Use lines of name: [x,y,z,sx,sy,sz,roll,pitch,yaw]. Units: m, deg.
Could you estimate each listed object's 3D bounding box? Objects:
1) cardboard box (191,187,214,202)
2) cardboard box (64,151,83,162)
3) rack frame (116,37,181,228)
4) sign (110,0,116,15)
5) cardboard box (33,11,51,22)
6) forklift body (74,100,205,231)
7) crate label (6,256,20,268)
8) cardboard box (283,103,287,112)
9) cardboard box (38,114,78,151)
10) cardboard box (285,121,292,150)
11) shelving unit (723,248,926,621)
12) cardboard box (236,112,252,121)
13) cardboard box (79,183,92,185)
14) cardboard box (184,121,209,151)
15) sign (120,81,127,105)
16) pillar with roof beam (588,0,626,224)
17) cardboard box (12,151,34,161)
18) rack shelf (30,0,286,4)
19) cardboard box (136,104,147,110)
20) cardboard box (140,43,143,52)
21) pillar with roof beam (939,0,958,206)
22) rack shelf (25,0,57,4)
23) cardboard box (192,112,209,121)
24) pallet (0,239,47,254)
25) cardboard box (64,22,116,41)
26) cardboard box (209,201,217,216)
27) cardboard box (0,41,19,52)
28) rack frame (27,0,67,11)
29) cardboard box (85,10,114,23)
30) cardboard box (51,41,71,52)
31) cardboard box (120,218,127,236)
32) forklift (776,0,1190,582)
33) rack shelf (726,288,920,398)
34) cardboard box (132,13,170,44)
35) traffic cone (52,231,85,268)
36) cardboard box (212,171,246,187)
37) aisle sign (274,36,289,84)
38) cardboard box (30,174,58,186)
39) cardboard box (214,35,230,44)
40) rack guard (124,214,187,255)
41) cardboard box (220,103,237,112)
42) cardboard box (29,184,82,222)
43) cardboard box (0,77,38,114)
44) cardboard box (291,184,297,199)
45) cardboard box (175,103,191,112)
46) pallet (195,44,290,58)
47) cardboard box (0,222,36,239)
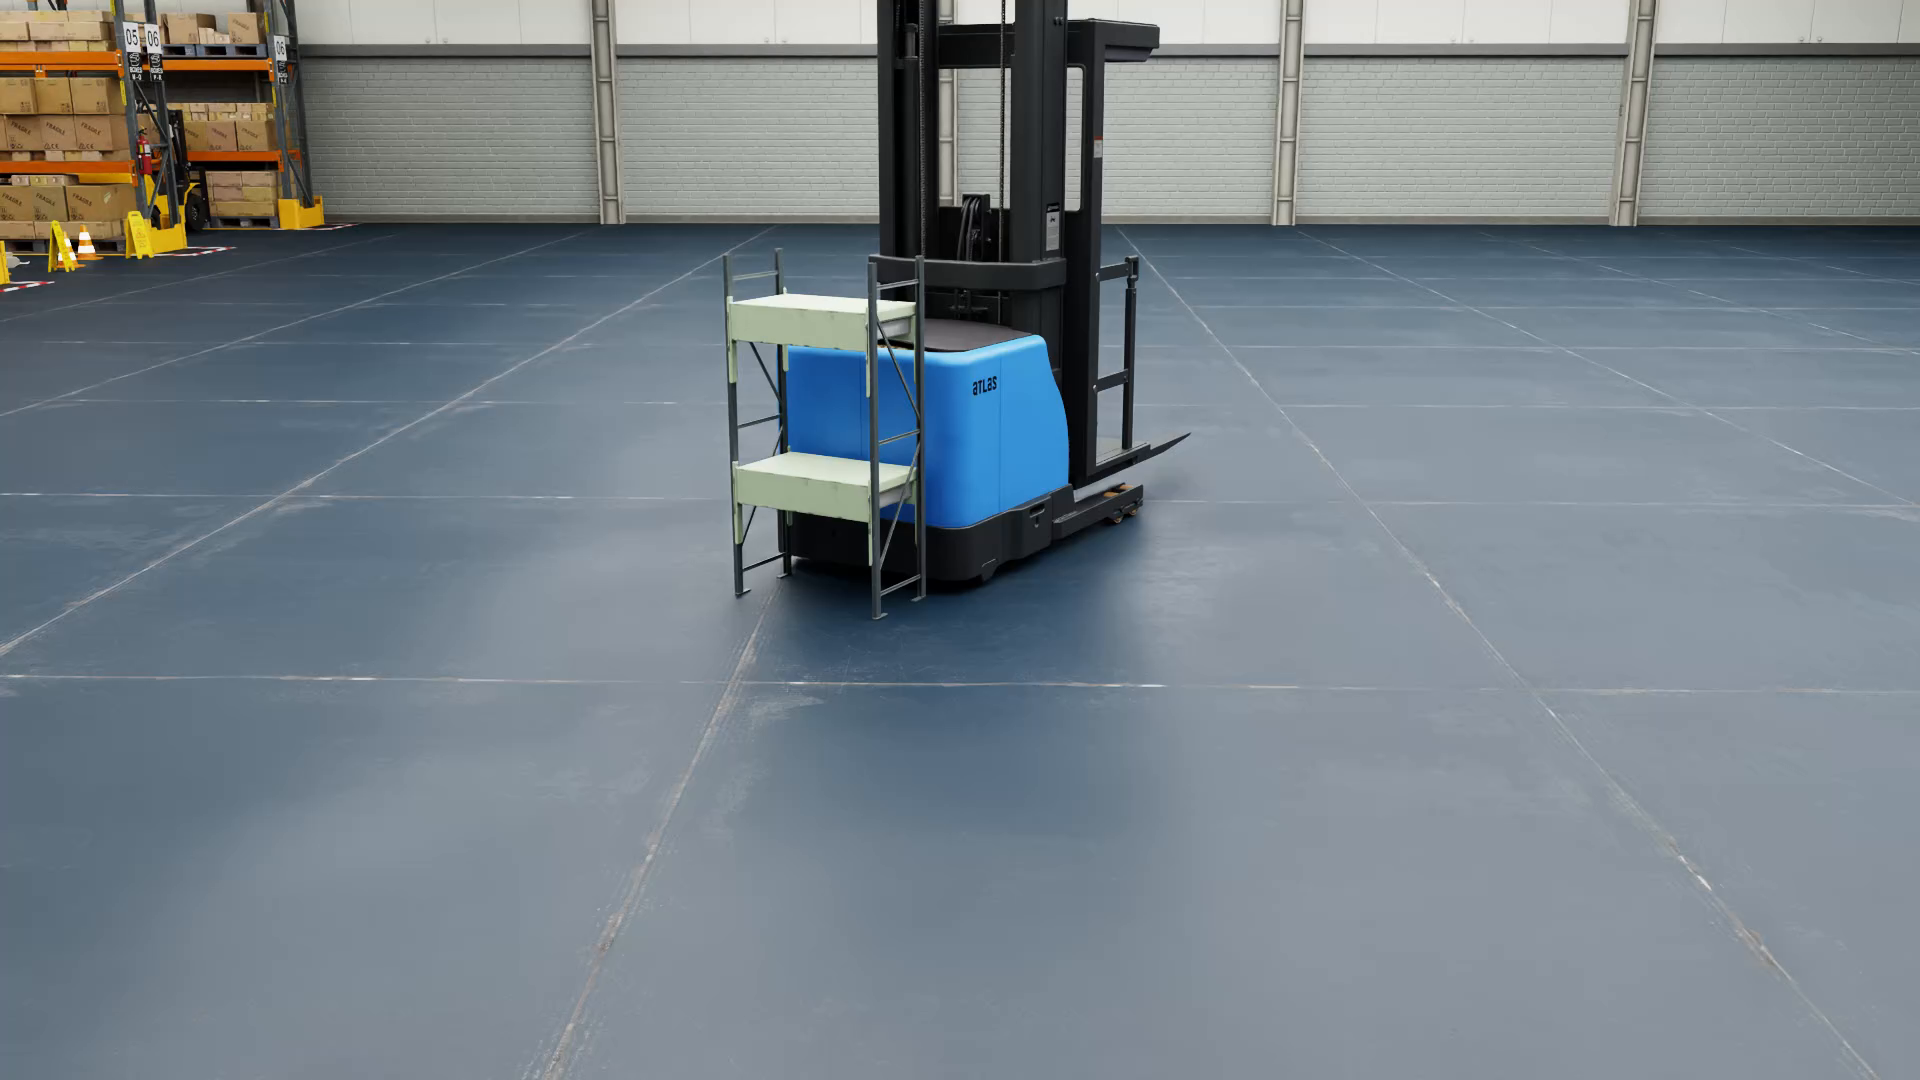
cardboard box: [-13.080,-5.999,28.784,0.500,0.250,0.500,0,15,0]
cardboard box: [-12.582,-5.497,23.788,0.250,0.149,0.380,0,15,0]
rack frame: [-11.691,-5.690,24.028,0.127,3.000,1.000,0,15,1]
sign: [-11.725,-7.427,22.996,0.005,0.325,0.100,0,15,1]
cardboard box: [-12.801,-7.355,23.387,0.250,0.149,0.380,0,15,2]
forklift body: [-13.510,-6.093,27.217,1.214,2.155,2.313,0,15,1]
crate label: [-12.630,-3.684,22.035,0.298,0.136,0.250,-8,17,-28]
cardboard box: [-11.898,-7.519,28.907,0.250,0.149,0.380,0,15,0]
cardboard box: [-12.741,-5.820,23.741,0.500,0.500,0.500,0,15,2]
cardboard box: [-12.056,-7.079,29.094,0.500,0.500,0.500,1,15,3]
shelving unit: [-0.578,-0.476,7.203,0.755,1.500,0.431,9,17,29]
cardboard box: [-12.178,-7.243,28.446,0.250,0.149,0.380,1,15,2]
cardboard box: [-13.037,-5.004,24.525,0.500,0.500,0.500,0,15,-1]
cardboard box: [-13.097,-6.950,28.605,0.500,0.500,0.500,0,15,0]
sign: [-11.725,-6.262,23.304,0.005,0.325,0.100,0,15,1]
pillar with roof beam: [-6.353,-8.954,24.639,0.400,9.000,9.100,0,15,1]
cardboard box: [-13.351,-5.507,23.826,0.250,0.149,0.380,0,15,1]
rack shelf: [-13.567,-9.329,28.253,4.000,0.370,1.077,0,15,1]
cardboard box: [-13.966,-7.422,28.541,0.250,0.149,0.380,0,15,1]
cardboard box: [-12.014,-7.104,23.999,0.250,0.149,0.380,0,15,1]
pillar with roof beam: [-0.355,-8.915,24.491,0.400,9.000,9.100,0,15,1]
rack shelf: [-17.566,-9.355,28.351,4.000,0.370,1.077,0,15,1]
cardboard box: [-12.952,-7.255,28.489,0.250,0.149,0.380,0,15,0]
pallet: [-13.795,-4.365,24.472,1.213,0.211,1.003,0,15,1]
cardboard box: [-12.210,-7.147,23.378,0.500,0.250,0.500,0,15,1]
cardboard box: [-13.043,-5.763,28.872,0.500,0.250,0.500,1,15,2]
cardboard box: [-13.334,-6.966,23.474,0.250,0.149,0.380,0,15,0]
rack frame: [-15.567,-9.883,28.159,0.127,3.000,1.000,0,15,1]
cardboard box: [-12.037,-7.332,23.298,0.250,0.149,0.380,1,15,2]
cardboard box: [-12.569,-6.954,23.430,0.250,0.149,0.380,1,15,3]
cardboard box: [-12.490,-4.640,24.612,0.500,0.250,0.500,0,15,1]
forklift: [0.319,-1.556,8.492,1.130,2.935,3.031,9,17,29]
rack shelf: [-0.578,-0.853,7.103,0.720,0.370,0.431,9,17,29]
cardboard box: [-13.622,-8.694,28.312,0.637,0.503,0.797,1,15,3]
traffic cone: [-11.842,-3.852,22.034,0.334,0.463,0.336,0,15,1]
cardboard box: [-12.547,-6.238,28.712,0.500,0.250,0.500,1,15,2]
aisle sign: [-11.510,-8.138,28.209,0.004,0.787,0.394,0,15,1]
cardboard box: [-13.119,-5.166,23.868,0.250,0.149,0.380,1,15,2]
cardboard box: [-12.404,-8.464,28.136,0.250,0.149,0.380,0,15,0]
rack guard: [-11.767,-4.482,24.349,0.348,0.500,1.175,0,15,1]
cardboard box: [-12.441,-7.399,28.454,0.250,0.149,0.380,1,15,3]
cardboard box: [-13.020,-4.868,24.007,0.500,0.500,0.500,1,15,4]
cardboard box: [-13.226,-6.296,23.584,0.500,0.500,0.700,0,15,1]
cardboard box: [-12.033,-6.127,29.272,0.500,0.250,0.500,1,15,2]
cardboard box: [-13.210,-7.393,28.432,0.250,0.149,0.380,1,15,3]
pallet: [-12.274,-8.375,28.497,1.213,0.211,1.003,0,15,1]
cardboard box: [-13.547,-4.508,24.113,0.500,0.250,0.500,0,15,-1]
